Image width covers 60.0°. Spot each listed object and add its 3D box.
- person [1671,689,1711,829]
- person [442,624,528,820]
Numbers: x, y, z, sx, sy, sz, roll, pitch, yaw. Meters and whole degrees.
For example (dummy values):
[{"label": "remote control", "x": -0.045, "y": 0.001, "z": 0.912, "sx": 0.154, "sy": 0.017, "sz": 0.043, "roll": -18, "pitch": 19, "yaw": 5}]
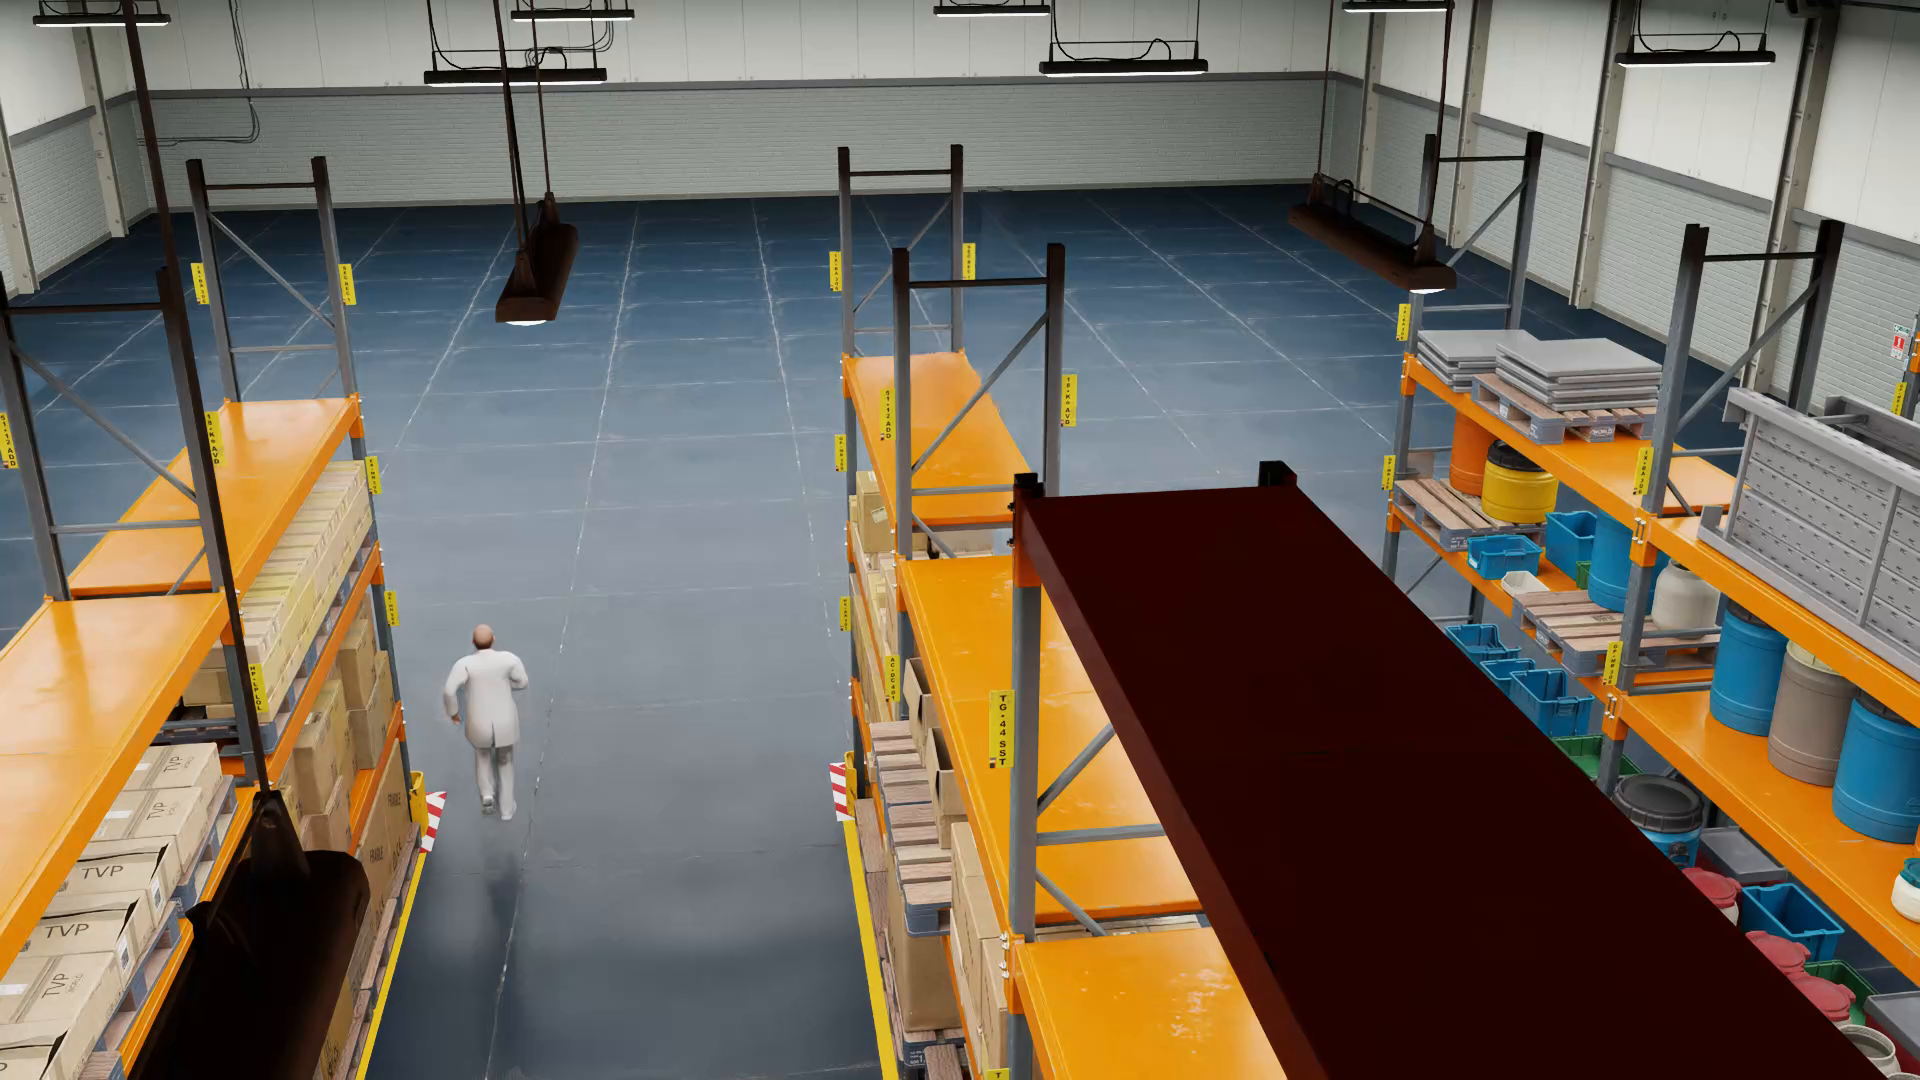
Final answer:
[{"label": "person", "x": 6.378, "y": 1.960, "z": 14.473, "sx": 0.558, "sy": 1.721, "sz": 0.758, "roll": -10, "pitch": 24, "yaw": -23}, {"label": "person", "x": -4.136, "y": 1.615, "z": 14.626, "sx": 0.725, "sy": 1.884, "sz": 0.777, "roll": -7, "pitch": 23, "yaw": -16}]
